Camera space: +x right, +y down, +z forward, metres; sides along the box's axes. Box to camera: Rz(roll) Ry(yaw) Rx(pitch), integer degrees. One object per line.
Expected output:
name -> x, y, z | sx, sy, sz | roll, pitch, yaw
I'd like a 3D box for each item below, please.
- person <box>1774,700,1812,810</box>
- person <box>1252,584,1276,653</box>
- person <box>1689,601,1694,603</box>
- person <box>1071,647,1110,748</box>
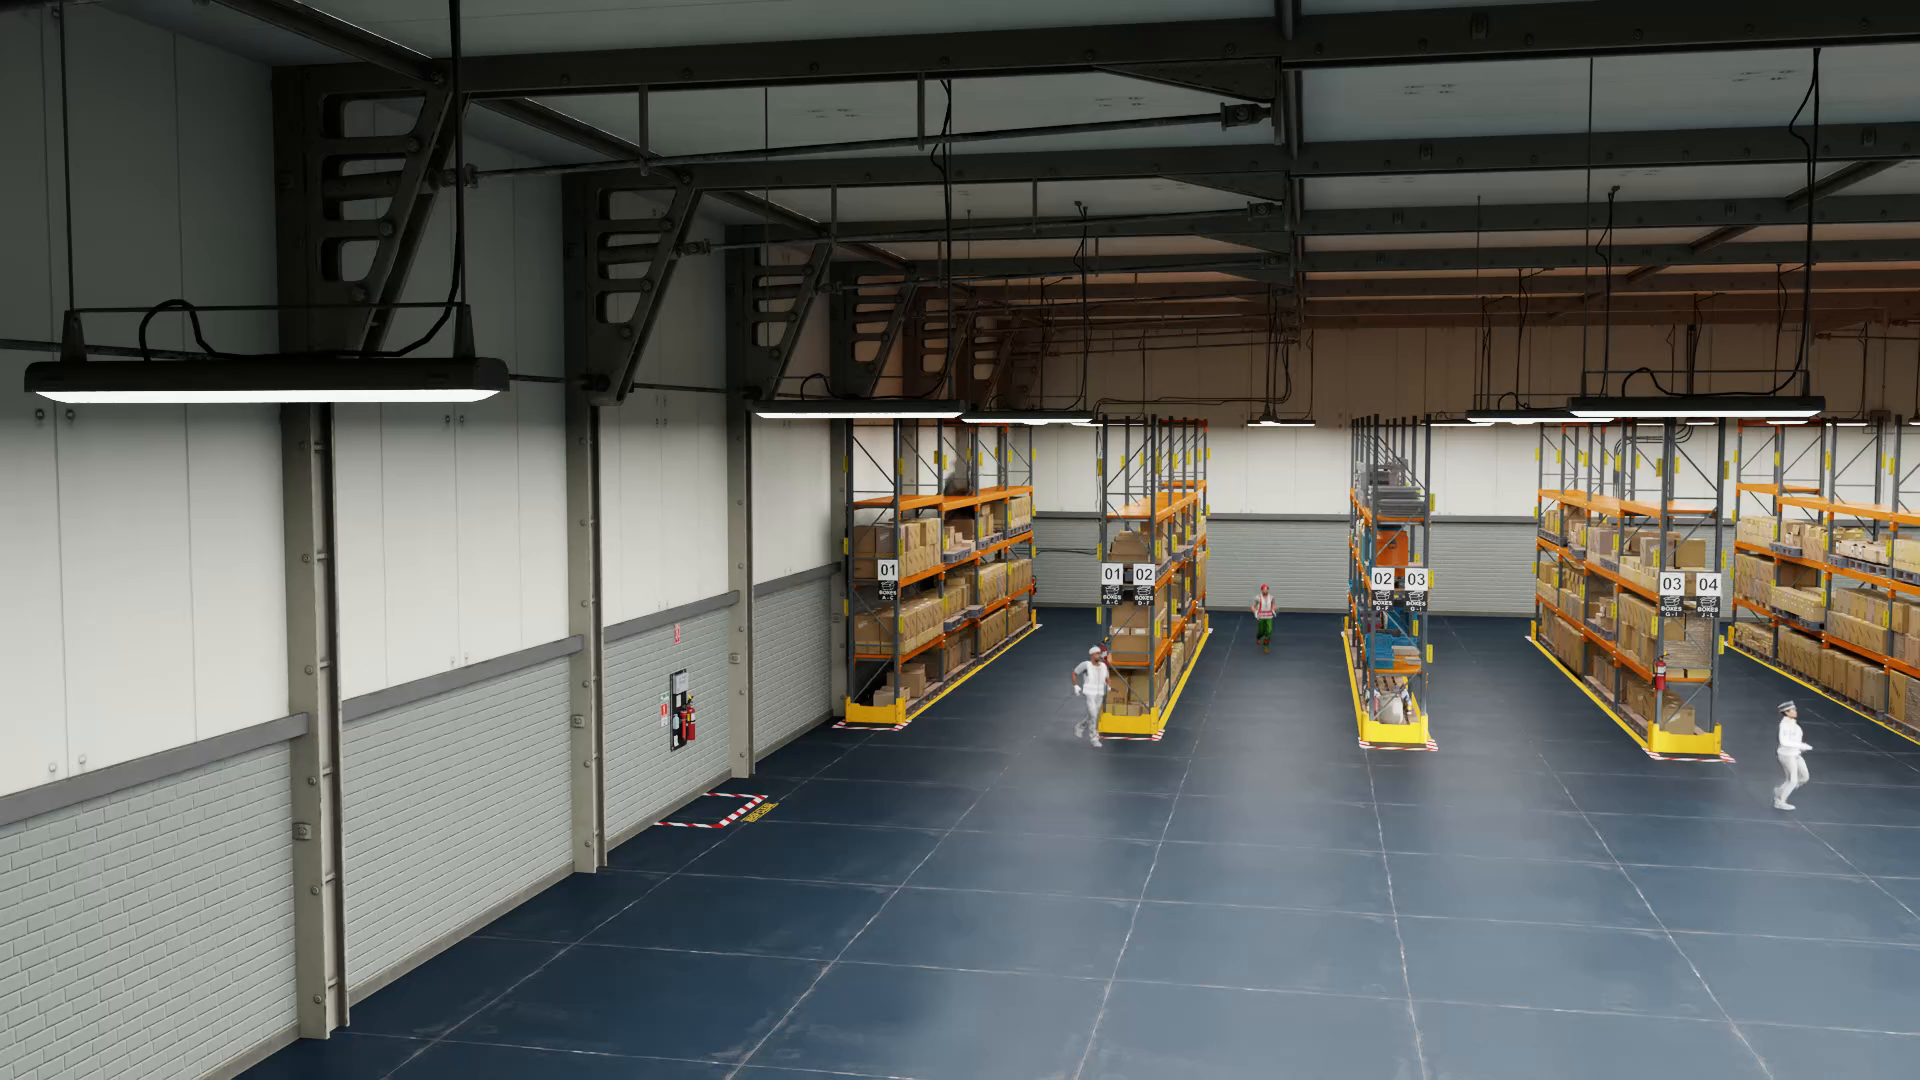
person -> 12.509, 3.225, 24.941 | 0.542, 1.654, 0.603 | 3, 5, 39
person -> 7.841, 2.010, 42.797 | 0.655, 1.755, 0.715 | 0, 4, -4
person -> 19.246, 1.898, 44.131 | 0.775, 1.767, 0.890 | 3, 5, 39
person -> 2.439, 2.828, 30.234 | 0.728, 1.765, 0.872 | -2, 4, -30
